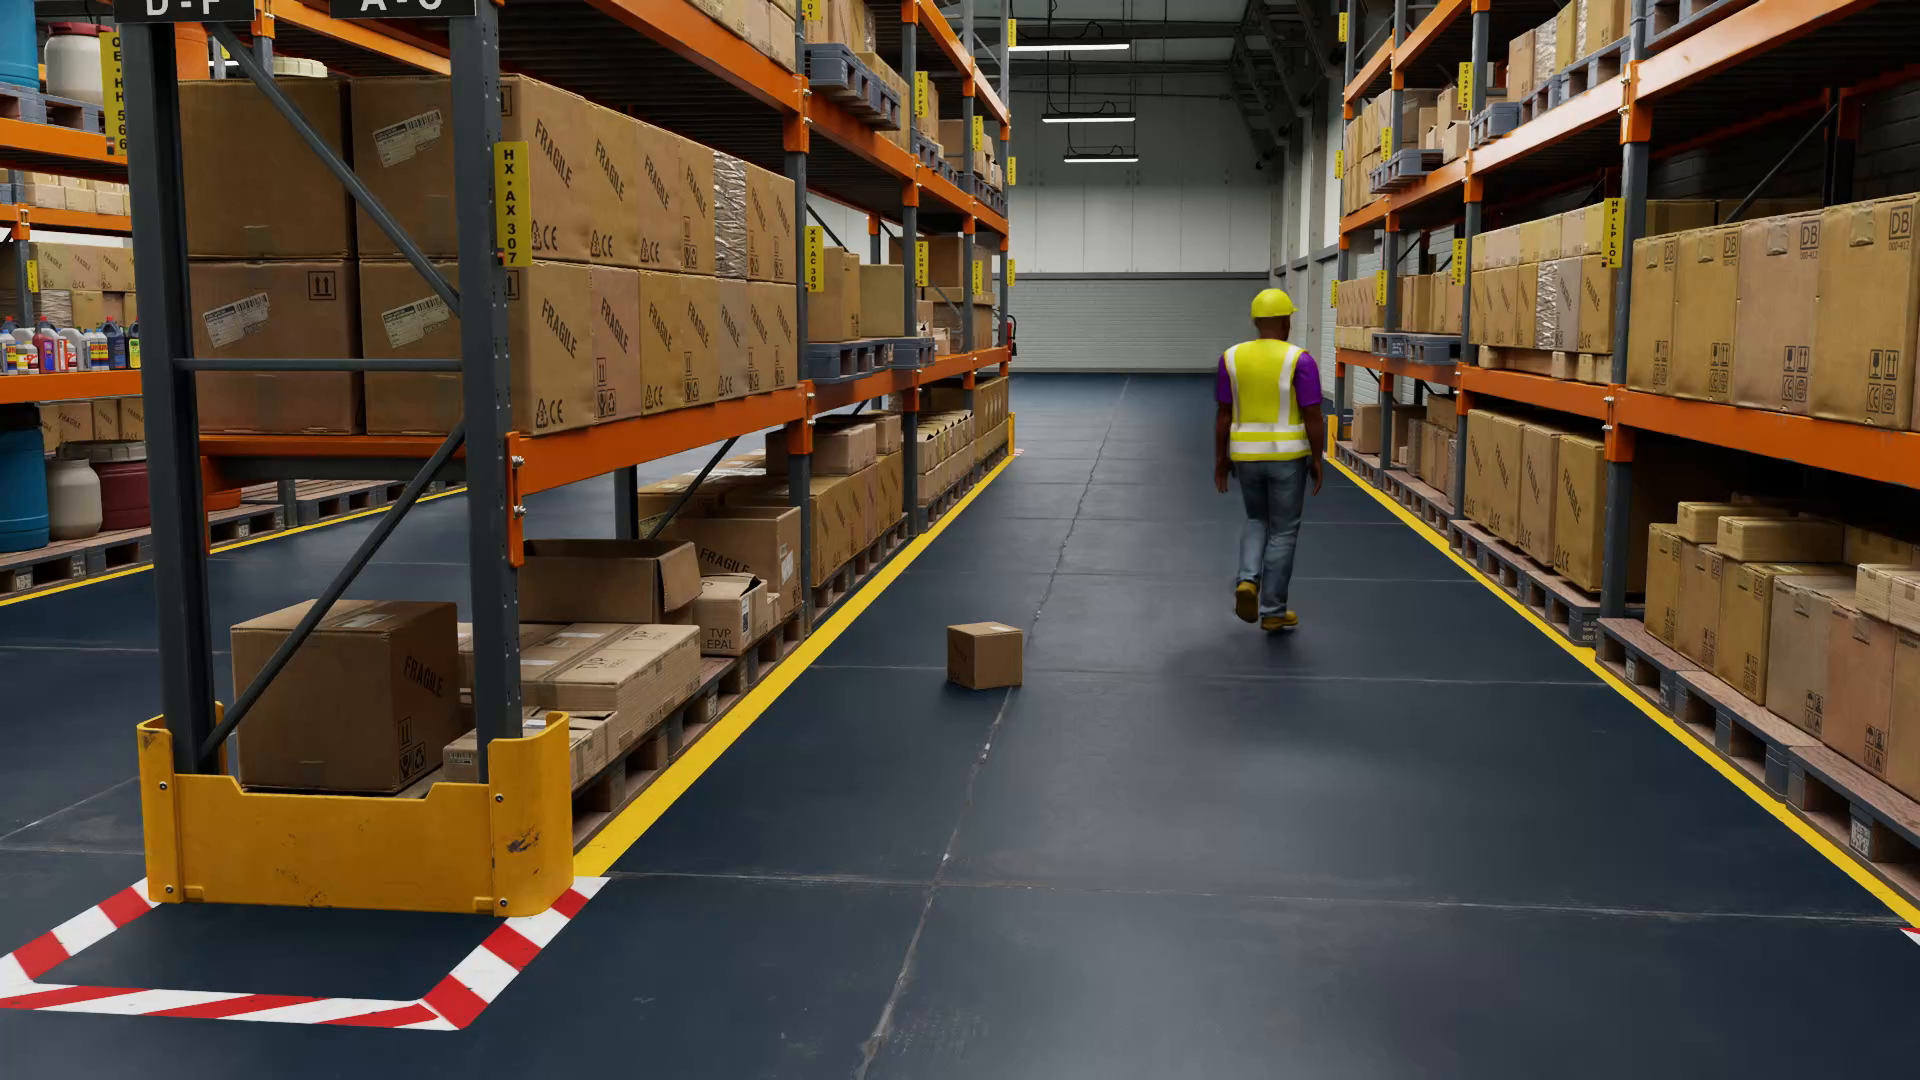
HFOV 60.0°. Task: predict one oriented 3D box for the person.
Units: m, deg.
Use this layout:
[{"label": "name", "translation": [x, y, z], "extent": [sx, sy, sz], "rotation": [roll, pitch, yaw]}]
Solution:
[{"label": "person", "translation": [1.644, -0.422, 8.703], "extent": [0.592, 1.765, 0.454], "rotation": [5, 9, 36]}]
